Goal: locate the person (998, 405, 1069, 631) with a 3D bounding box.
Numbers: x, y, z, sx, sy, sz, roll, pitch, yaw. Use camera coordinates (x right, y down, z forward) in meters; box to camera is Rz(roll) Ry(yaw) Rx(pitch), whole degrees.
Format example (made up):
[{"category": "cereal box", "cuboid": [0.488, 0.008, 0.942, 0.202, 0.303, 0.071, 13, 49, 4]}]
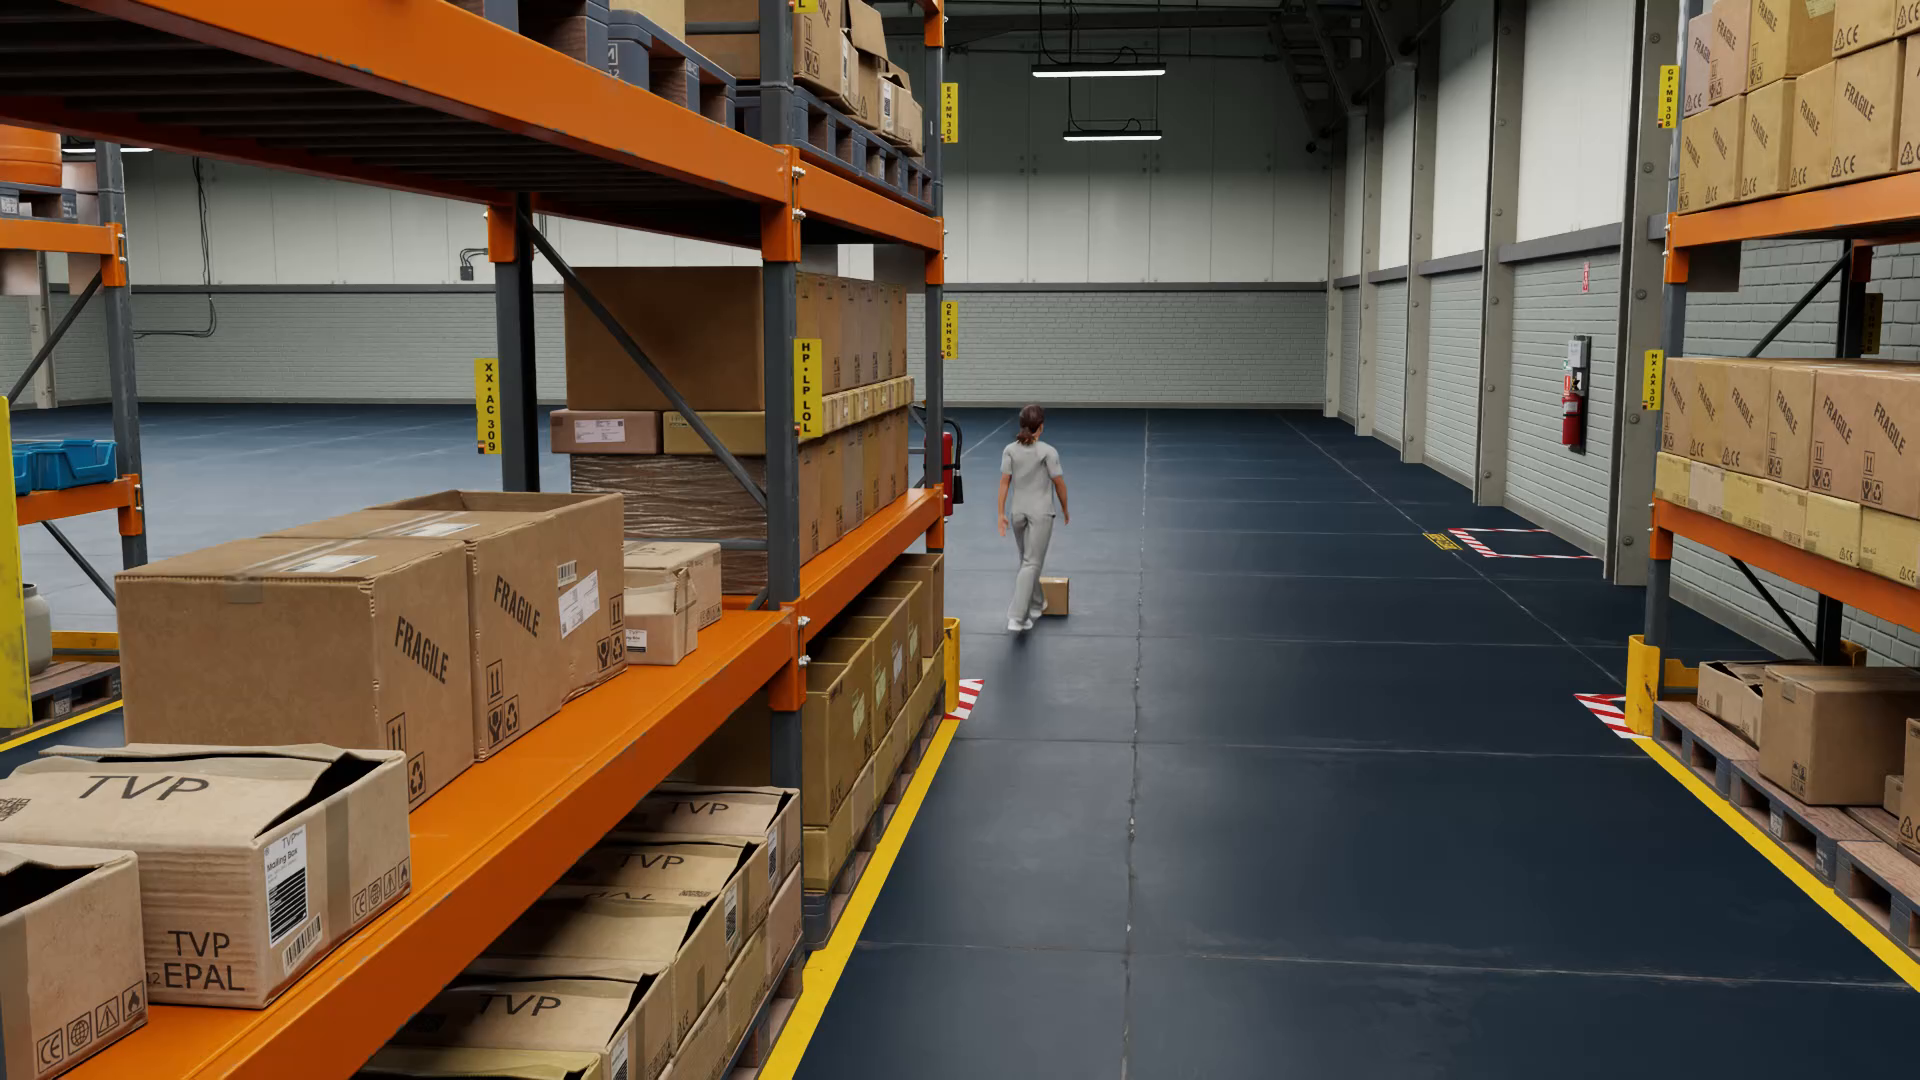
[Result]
[{"category": "person", "cuboid": [0.566, -0.189, 12.196, 0.469, 1.613, 0.961, 4, 9, 30]}]
